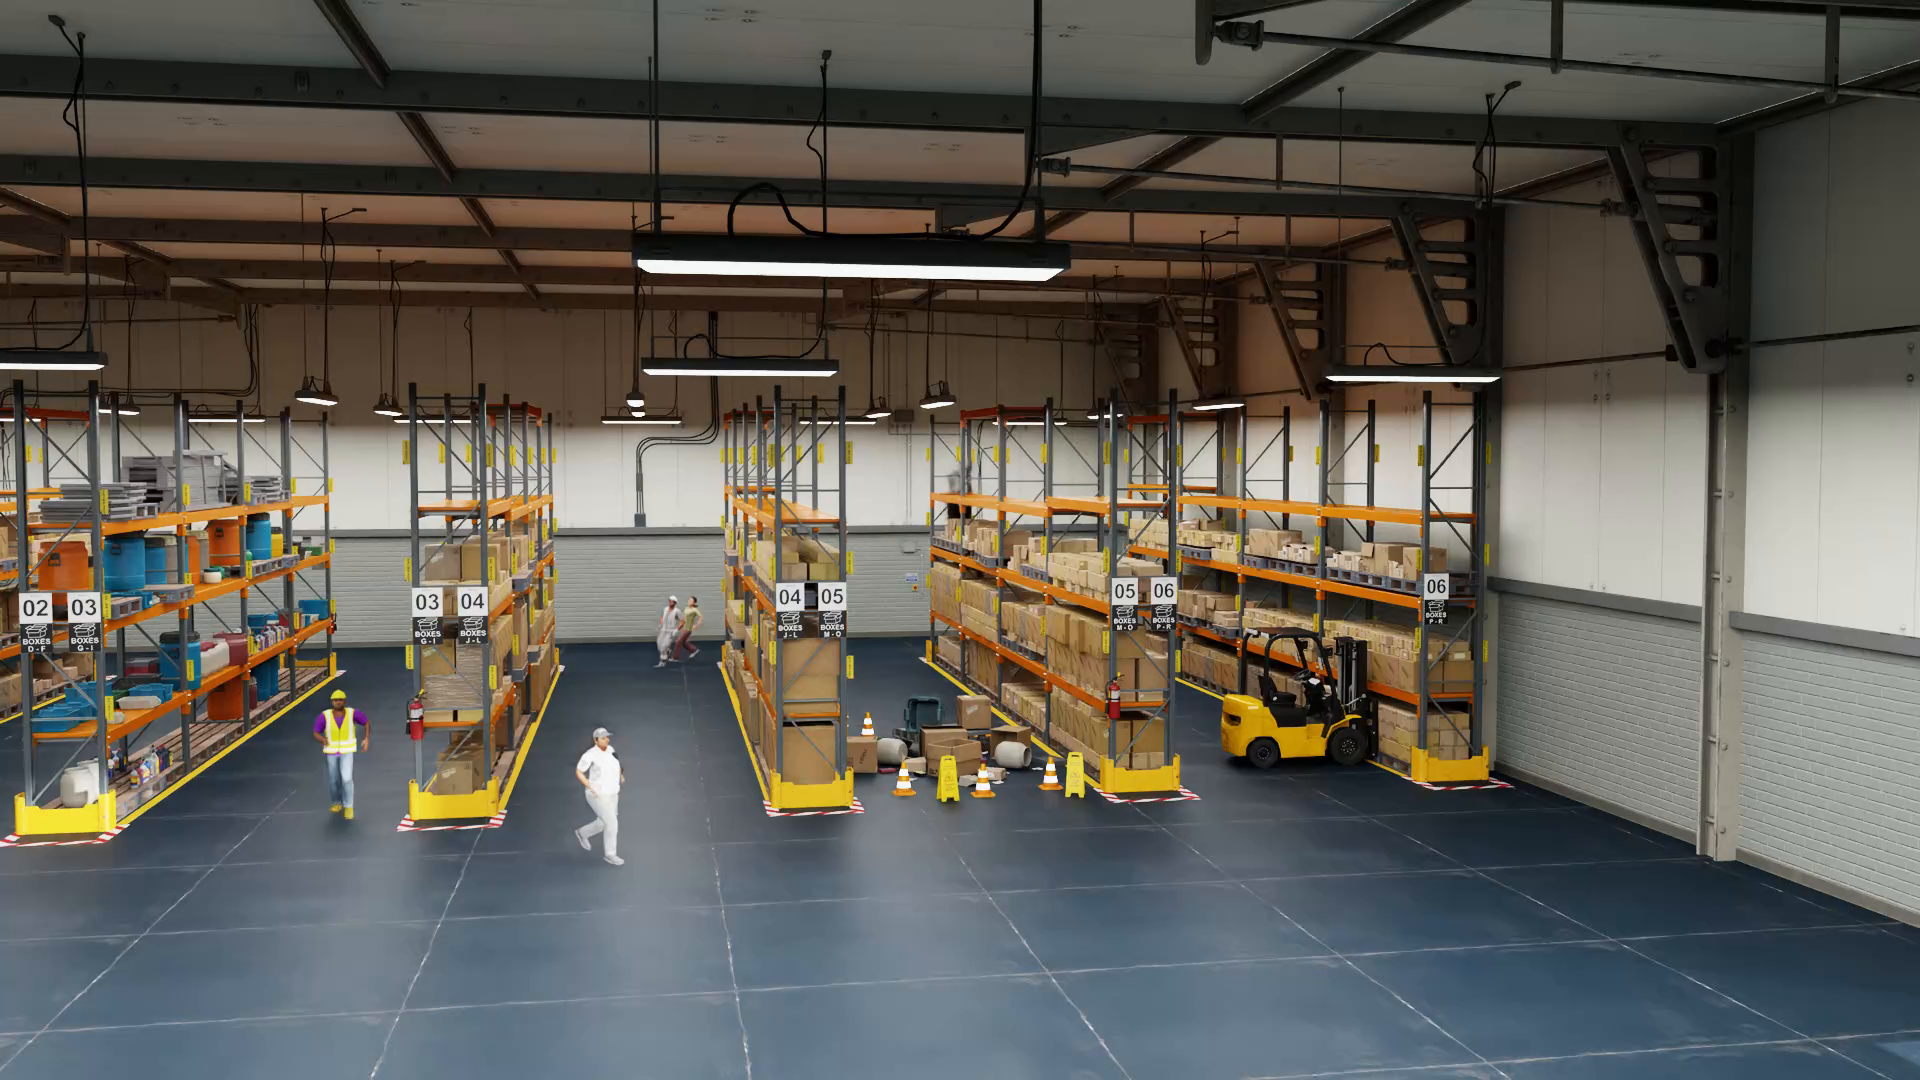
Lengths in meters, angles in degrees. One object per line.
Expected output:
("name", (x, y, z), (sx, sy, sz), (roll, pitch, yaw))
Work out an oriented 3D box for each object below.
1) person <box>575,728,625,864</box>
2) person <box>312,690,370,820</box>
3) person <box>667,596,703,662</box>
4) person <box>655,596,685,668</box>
("person", (-4.445, 3.146, 20.565), (0.757, 1.669, 0.601), (1, 3, 27))
("person", (-8.540, 2.972, 22.945), (0.734, 1.820, 0.724), (-1, 3, -15))
("person", (-6.635, 2.159, 40.198), (0.865, 1.603, 0.625), (-2, 3, -30))
("person", (-6.806, 2.164, 39.145), (0.698, 1.705, 0.601), (1, 3, 24))
